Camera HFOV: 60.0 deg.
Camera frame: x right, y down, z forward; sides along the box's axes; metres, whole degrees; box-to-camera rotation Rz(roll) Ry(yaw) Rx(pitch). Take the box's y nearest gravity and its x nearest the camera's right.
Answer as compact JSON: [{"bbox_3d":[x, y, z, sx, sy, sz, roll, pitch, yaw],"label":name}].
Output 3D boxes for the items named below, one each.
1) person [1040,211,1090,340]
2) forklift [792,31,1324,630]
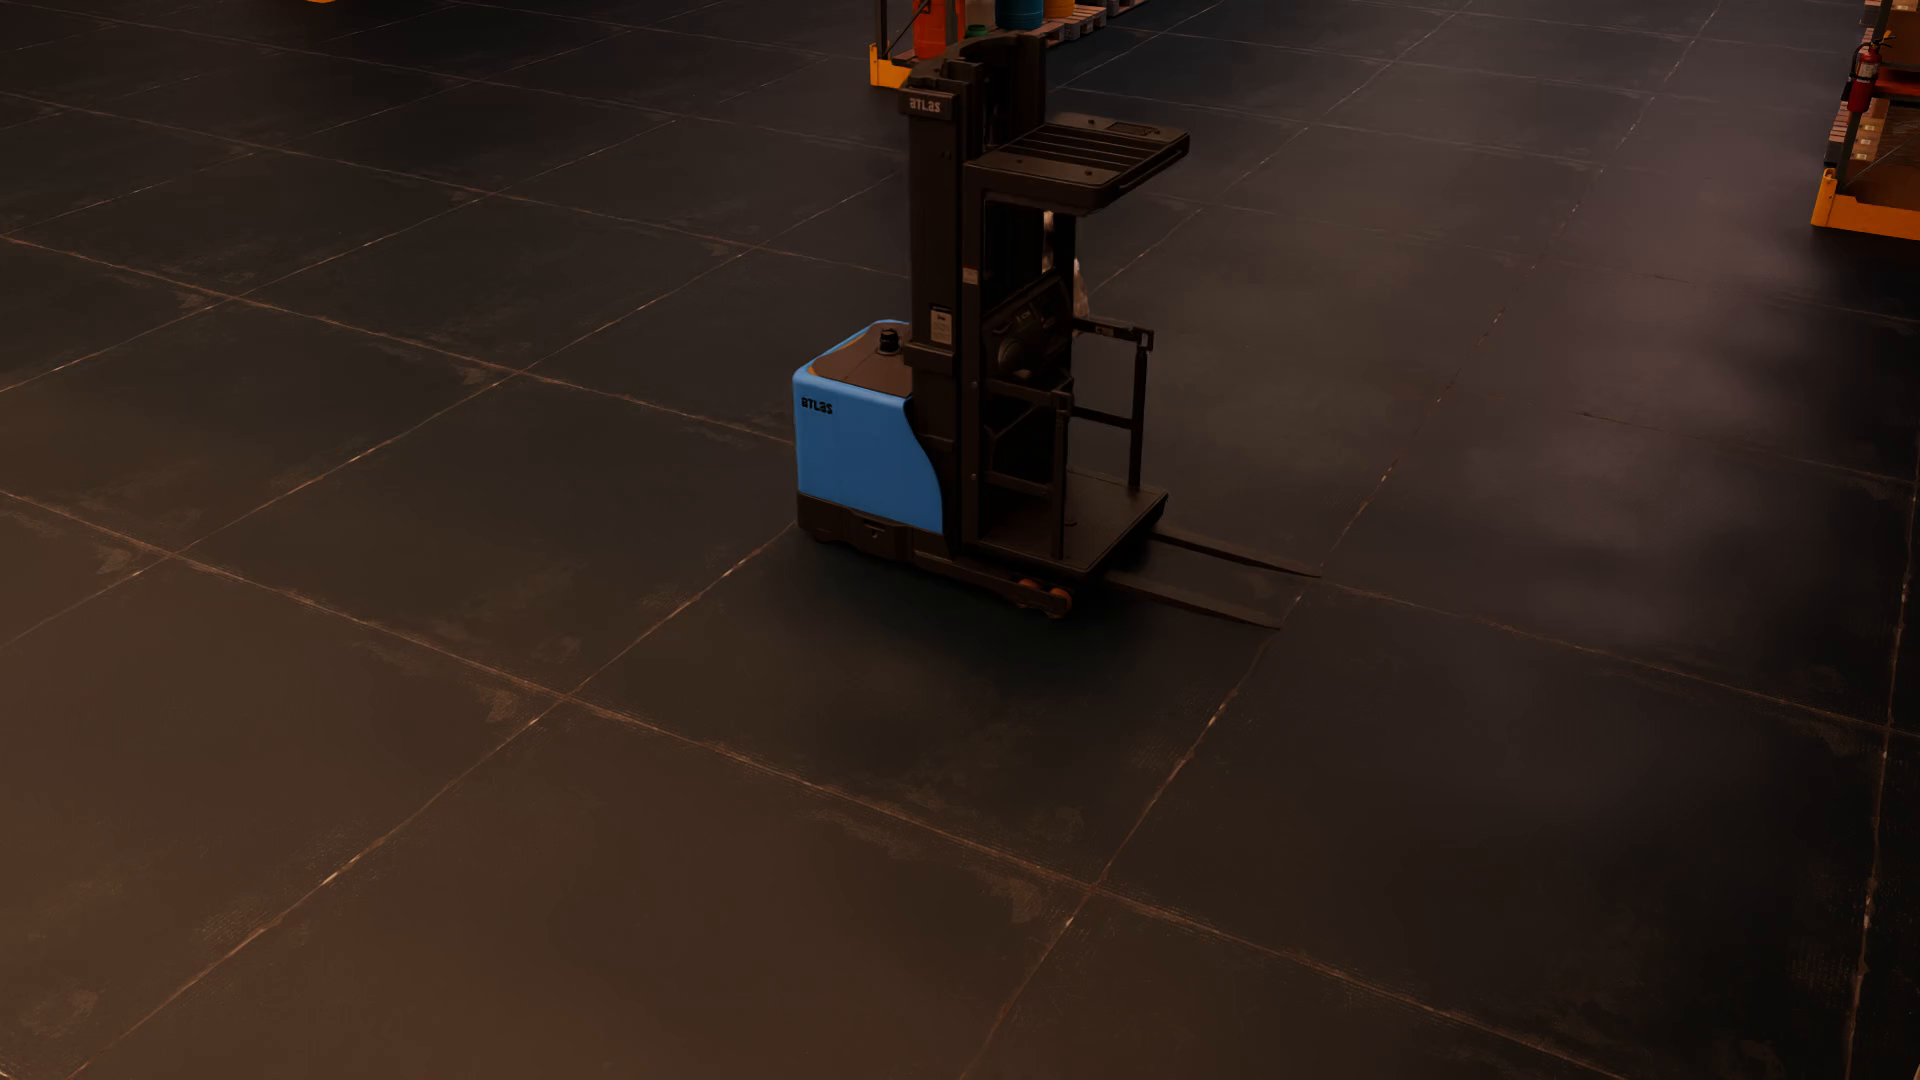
[{"bbox_3d":[0.500,-2.080,11.954,0.795,1.683,1.077,-19,35,-29],"label":"person"},{"bbox_3d":[0.550,-1.136,9.039,3.031,2.935,1.130,16,34,26],"label":"forklift"}]
